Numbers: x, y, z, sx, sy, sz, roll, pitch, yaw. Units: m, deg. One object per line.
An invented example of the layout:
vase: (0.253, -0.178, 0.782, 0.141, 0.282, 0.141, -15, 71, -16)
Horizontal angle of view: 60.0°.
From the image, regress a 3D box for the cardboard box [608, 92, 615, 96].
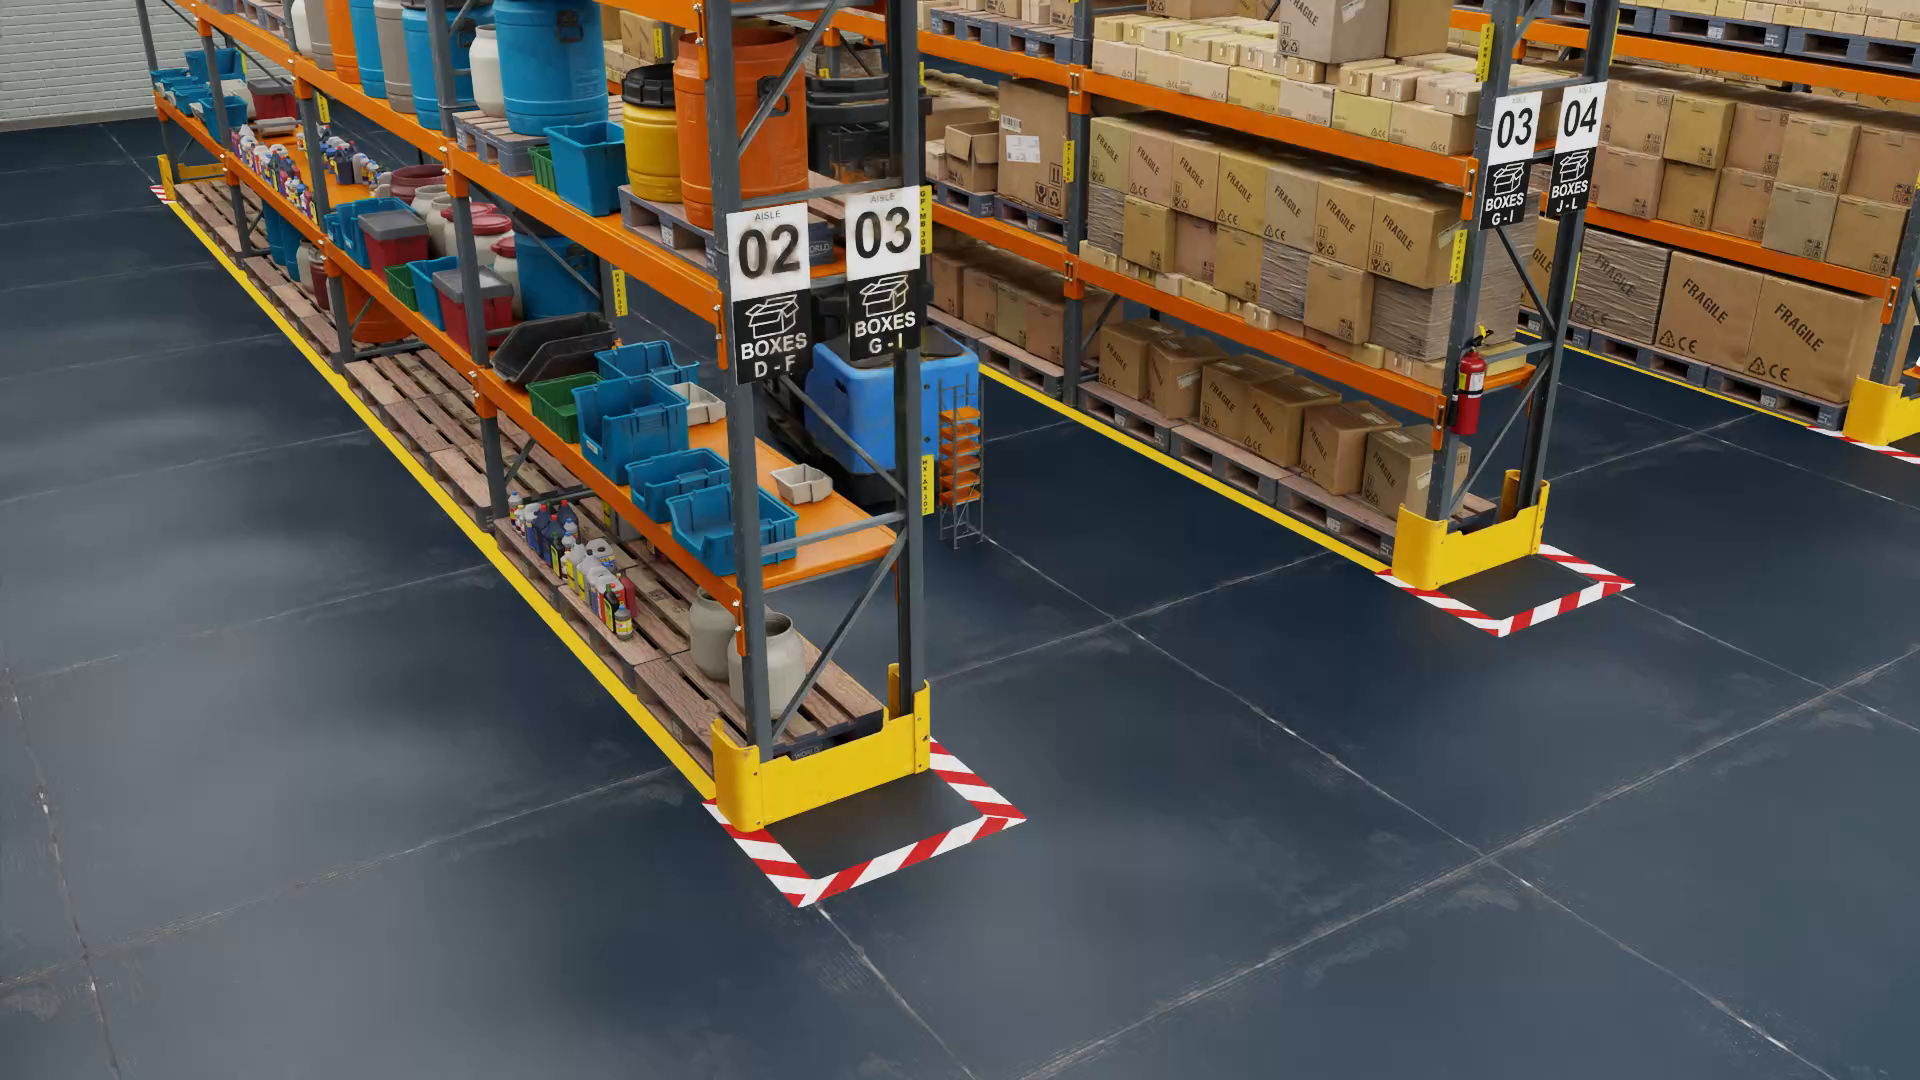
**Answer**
cardboard box: (-4.312, -5.596, 22.051, 0.875, 0.875, 0.875, -16, 29, -30)

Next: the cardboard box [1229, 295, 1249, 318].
cardboard box: (2.196, -1.738, 12.175, 0.380, 0.149, 0.250, -16, 29, -30)

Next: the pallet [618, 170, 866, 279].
pallet: (-1.010, -1.616, 8.329, 1.003, 0.211, 1.213, -16, 29, -30)

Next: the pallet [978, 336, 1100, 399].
pallet: (0.900, -1.628, 14.914, 1.003, 0.211, 1.213, -16, 29, -30)

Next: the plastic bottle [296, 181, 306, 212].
plastic bottle: (-5.866, -3.072, 14.857, 0.097, 0.271, 0.097, 0, 25, 0)

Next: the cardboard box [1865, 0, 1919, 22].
cardboard box: (7.219, -4.068, 12.521, 0.500, 0.250, 0.500, -15, 29, -29)

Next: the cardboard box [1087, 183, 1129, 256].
cardboard box: (1.520, -2.615, 13.273, 0.875, 0.500, 0.500, -16, 29, -30)

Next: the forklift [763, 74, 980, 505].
forklift: (-0.920, -2.178, 12.892, 1.130, 2.935, 3.031, -11, 27, -22)

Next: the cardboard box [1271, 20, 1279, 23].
cardboard box: (3.590, -5.496, 18.552, 0.700, 0.500, 0.500, -16, 29, -30)

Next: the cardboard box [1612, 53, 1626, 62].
cardboard box: (8.083, -6.133, 20.232, 0.500, 0.500, 0.500, -15, 29, -29)

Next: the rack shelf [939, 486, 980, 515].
rack shelf: (0.008, -0.280, 11.567, 0.258, 0.103, 0.180, -16, 29, -30)

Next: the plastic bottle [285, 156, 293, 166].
plastic bottle: (-6.358, -3.508, 15.780, 0.097, 0.271, 0.097, 0, 25, 0)

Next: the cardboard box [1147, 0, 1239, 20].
cardboard box: (1.785, -4.272, 12.683, 0.500, 0.500, 0.500, -17, 30, -31)

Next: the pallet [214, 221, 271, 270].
pallet: (-7.625, -3.311, 18.479, 1.003, 0.211, 1.213, -16, 29, -30)

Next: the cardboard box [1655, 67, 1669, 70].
cardboard box: (8.514, -5.603, 19.870, 0.380, 0.149, 0.250, -17, 30, -31)

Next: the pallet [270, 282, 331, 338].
pallet: (-6.135, -2.335, 16.411, 1.003, 0.211, 1.213, -16, 29, -30)

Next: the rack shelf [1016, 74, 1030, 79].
rack shelf: (2.261, -5.551, 20.801, 1.077, 0.370, 4.000, -16, 29, -30)

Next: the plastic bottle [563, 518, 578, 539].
plastic bottle: (-2.551, -0.013, 10.906, 0.097, 0.271, 0.097, 0, 25, 0)

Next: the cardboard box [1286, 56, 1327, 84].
cardboard box: (2.392, -3.143, 11.051, 0.380, 0.149, 0.250, -17, 30, -32)

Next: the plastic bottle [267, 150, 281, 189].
plastic bottle: (-6.436, -3.500, 15.670, 0.144, 0.351, 0.185, -16, 29, -30)

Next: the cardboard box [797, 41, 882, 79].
cardboard box: (-1.243, -4.806, 17.087, 0.797, 0.503, 0.637, -14, 29, -28)

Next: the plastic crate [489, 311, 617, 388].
plastic crate: (-2.645, -1.212, 10.838, 0.767, 0.338, 0.504, -16, 29, -30)

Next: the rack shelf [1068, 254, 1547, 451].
rack shelf: (2.418, -1.570, 12.368, 1.077, 0.370, 4.000, -16, 29, -30)

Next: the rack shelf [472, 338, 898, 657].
rack shelf: (-1.732, -0.416, 9.923, 1.077, 0.370, 4.000, -16, 29, -30)

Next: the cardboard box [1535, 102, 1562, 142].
cardboard box: (3.463, -2.701, 10.583, 0.500, 0.250, 0.500, -15, 29, -28)

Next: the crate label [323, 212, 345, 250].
crate label: (-5.092, -2.574, 13.847, 0.303, 0.233, 0.416, -16, 29, -30)

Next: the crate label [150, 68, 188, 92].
crate label: (-9.516, -5.535, 20.050, 0.416, 0.233, 0.303, -16, 29, -30)

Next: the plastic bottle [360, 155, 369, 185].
plastic bottle: (-5.644, -3.520, 15.807, 0.097, 0.271, 0.097, 0, 25, 0)

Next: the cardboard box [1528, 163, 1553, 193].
cardboard box: (5.748, -3.669, 15.796, 0.875, 0.550, 0.550, -16, 29, -30)

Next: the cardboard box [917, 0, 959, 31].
cardboard box: (-0.246, -4.738, 14.896, 0.500, 0.250, 0.500, -15, 29, -28)

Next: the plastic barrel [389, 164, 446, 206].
plastic barrel: (-4.500, -2.854, 14.084, 0.600, 0.536, 0.708, -16, 29, -30)

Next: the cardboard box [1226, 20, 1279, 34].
cardboard box: (2.196, -3.752, 12.341, 0.380, 0.149, 0.250, -17, 30, -31)

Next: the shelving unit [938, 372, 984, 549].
shelving unit: (0.008, -0.537, 11.445, 0.258, 1.200, 0.189, -16, 29, -30)

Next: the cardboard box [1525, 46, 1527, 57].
cardboard box: (7.389, -6.517, 22.179, 0.500, 0.250, 0.500, -16, 30, -30)

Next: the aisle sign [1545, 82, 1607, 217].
aisle sign: (3.795, -2.404, 10.245, 0.394, 0.787, 0.004, -16, 29, -30)

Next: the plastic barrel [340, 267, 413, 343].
plastic barrel: (-5.289, -2.267, 15.051, 0.600, 0.830, 0.708, -16, 29, -30)

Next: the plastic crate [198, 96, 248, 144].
plastic crate: (-7.732, -4.426, 17.522, 0.392, 0.384, 0.575, -16, 29, -30)

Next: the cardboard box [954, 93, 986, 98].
cardboard box: (0.141, -6.184, 23.450, 0.380, 0.149, 0.250, -17, 30, -32)

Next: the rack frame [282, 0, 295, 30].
rack frame: (-5.008, -5.600, 13.035, 1.000, 3.000, 0.127, -16, 29, -30)

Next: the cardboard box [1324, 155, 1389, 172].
cardboard box: (2.896, -2.431, 11.712, 0.500, 0.500, 0.500, -16, 29, -30)

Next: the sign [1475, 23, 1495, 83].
sign: (3.033, -2.815, 9.611, 0.100, 0.325, 0.005, -16, 29, -30)

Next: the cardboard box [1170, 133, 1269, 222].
cardboard box: (1.905, -2.665, 12.208, 0.500, 0.500, 0.500, -16, 29, -30)

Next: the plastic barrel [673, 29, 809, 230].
plastic barrel: (-1.012, -1.911, 7.738, 0.600, 0.830, 0.708, -16, 29, -30)

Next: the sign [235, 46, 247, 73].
sign: (-8.923, -5.957, 20.626, 0.100, 0.325, 0.005, -16, 29, -30)

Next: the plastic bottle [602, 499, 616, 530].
plastic bottle: (-2.352, -0.261, 11.339, 0.144, 0.351, 0.185, -16, 29, -30)

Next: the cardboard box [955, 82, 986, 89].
cardboard box: (0.157, -6.585, 24.299, 0.380, 0.149, 0.250, -17, 30, -31)

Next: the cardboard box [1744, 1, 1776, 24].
cardboard box: (6.562, -4.272, 13.421, 0.380, 0.149, 0.250, -15, 29, -29)

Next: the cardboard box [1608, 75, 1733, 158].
cardboard box: (6.287, -3.752, 14.706, 0.875, 0.550, 0.550, -16, 29, -30)

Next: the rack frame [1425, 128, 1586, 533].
rack frame: (3.509, -1.180, 10.699, 1.000, 3.000, 0.127, -16, 29, -30)

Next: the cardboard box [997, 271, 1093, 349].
cardboard box: (0.764, -2.079, 15.016, 0.700, 0.500, 0.500, -16, 29, -30)

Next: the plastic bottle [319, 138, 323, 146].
plastic bottle: (-6.325, -3.848, 16.500, 0.097, 0.271, 0.097, 0, 25, 0)

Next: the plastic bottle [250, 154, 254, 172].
plastic bottle: (-6.911, -3.726, 16.323, 0.097, 0.201, 0.097, 0, 25, 0)

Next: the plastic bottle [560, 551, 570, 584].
plastic bottle: (-2.493, 0.169, 10.603, 0.097, 0.201, 0.097, 0, 25, 0)
